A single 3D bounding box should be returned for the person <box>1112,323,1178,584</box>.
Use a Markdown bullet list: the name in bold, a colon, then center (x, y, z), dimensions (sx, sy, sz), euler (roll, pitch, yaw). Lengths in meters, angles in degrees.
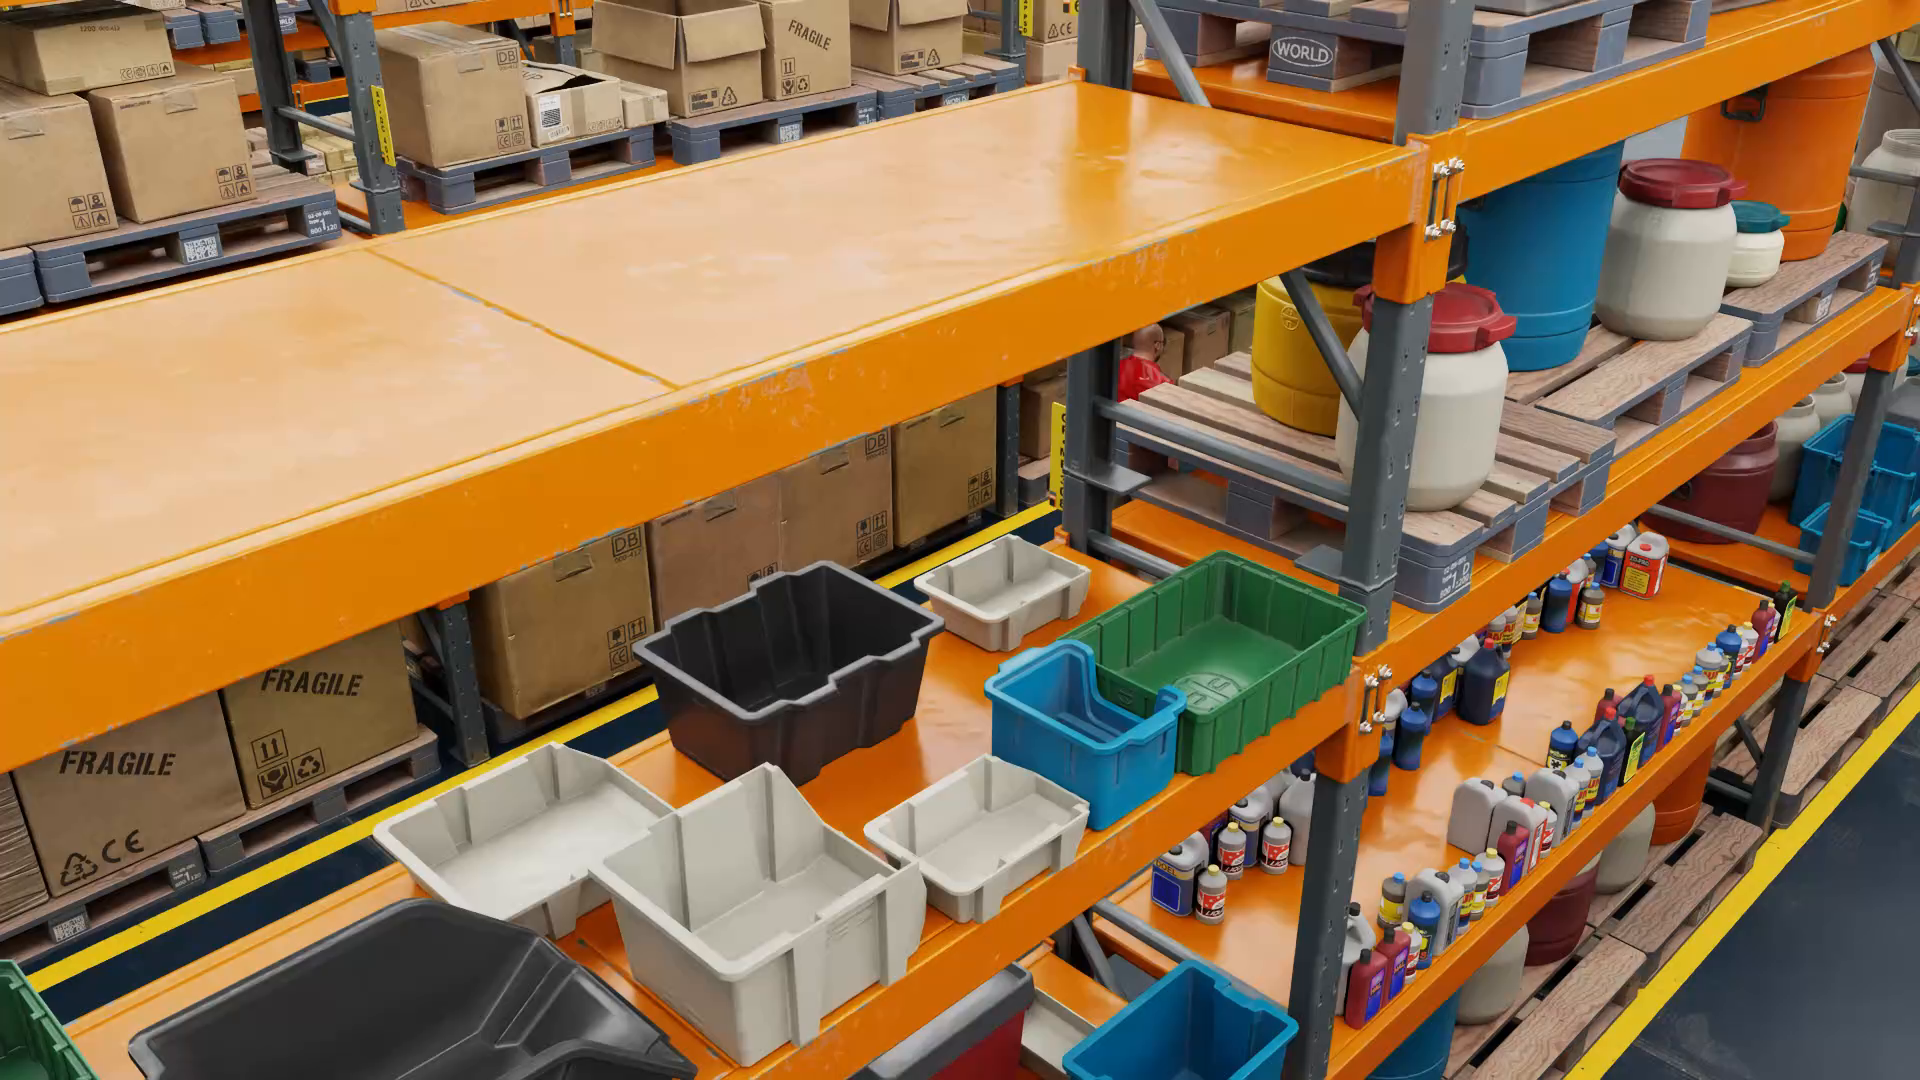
- **person**: center (1.047, -0.446, 9.785), dimensions (0.584, 1.726, 0.395), euler (24, 36, 38)
